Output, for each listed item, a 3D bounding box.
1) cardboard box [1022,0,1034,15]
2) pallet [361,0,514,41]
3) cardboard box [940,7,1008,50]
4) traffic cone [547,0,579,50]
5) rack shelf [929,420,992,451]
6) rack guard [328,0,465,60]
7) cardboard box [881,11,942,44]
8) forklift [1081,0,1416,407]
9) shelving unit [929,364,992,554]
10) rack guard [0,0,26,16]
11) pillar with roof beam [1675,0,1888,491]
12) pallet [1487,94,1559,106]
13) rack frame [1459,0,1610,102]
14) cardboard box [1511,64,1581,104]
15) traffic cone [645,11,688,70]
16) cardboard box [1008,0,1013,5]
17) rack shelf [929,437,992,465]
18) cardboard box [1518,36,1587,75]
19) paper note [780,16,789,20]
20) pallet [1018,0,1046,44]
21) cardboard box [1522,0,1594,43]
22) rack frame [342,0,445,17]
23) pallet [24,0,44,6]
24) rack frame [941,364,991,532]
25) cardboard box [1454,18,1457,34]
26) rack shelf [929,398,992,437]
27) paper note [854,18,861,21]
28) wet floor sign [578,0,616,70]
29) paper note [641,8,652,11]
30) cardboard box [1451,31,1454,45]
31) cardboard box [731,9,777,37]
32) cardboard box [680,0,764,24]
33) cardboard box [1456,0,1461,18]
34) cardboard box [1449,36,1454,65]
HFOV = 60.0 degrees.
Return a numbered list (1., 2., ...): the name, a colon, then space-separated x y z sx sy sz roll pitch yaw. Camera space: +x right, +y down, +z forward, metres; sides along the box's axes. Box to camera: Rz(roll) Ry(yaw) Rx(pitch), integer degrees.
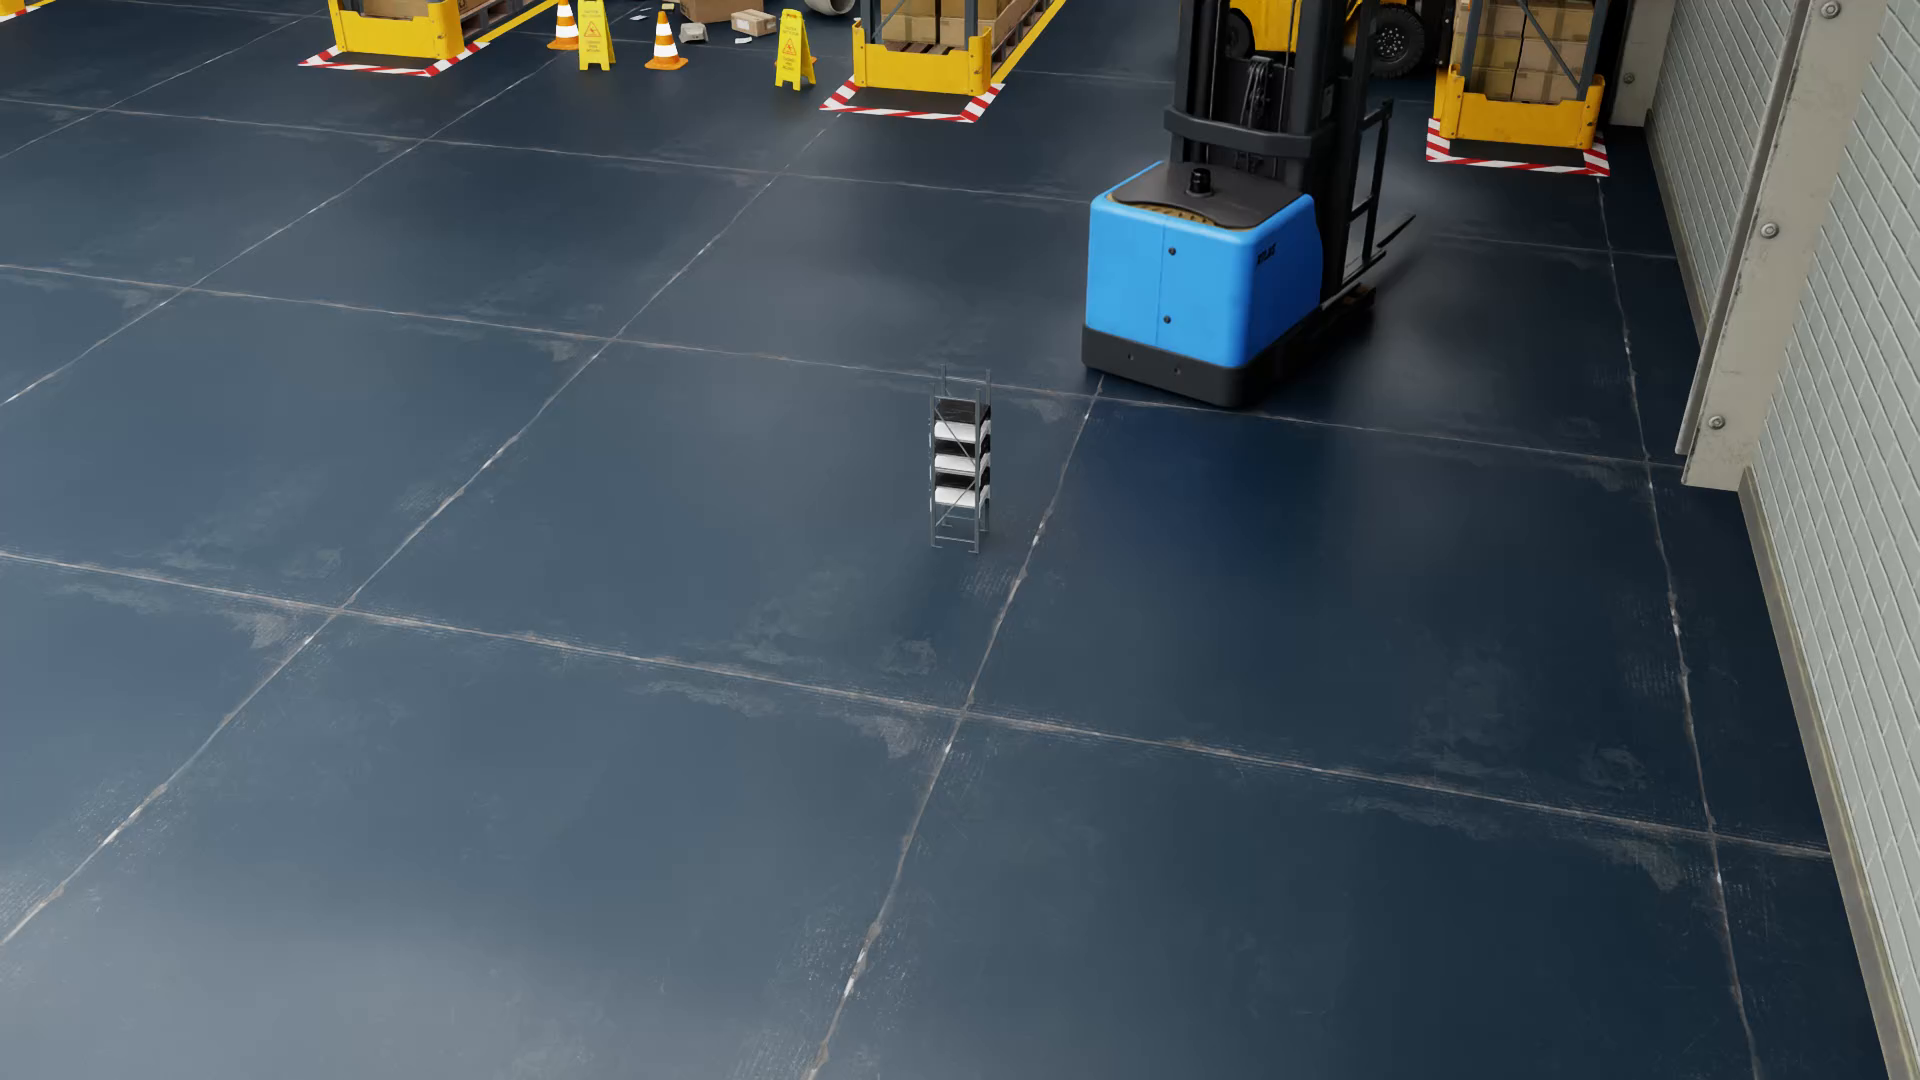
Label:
1. cardboard box: 0.389 -5.133 15.701 0.500 0.250 0.500 10 34 16
2. pallet: -5.033 -5.057 16.008 1.003 0.211 1.213 8 33 12
3. cardboard box: 0.126 -4.585 14.837 0.500 0.250 0.500 8 33 12
4. traffic cone: -3.652 -4.820 15.401 0.336 0.463 0.334 8 33 12
5. rack shelf: 0.002 -0.508 7.937 0.258 0.077 0.200 8 33 12
6. rack guard: -5.166 -4.741 15.242 1.175 0.500 0.348 8 33 12
7. cardboard box: -0.396 -4.672 14.975 0.500 0.250 0.500 8 33 12
8. forklift: 1.969 -2.722 9.800 1.130 2.935 3.031 21 38 29
9. shelving unit: 0.002 -0.384 8.015 0.258 0.900 0.210 8 33 12
10. rack guard: -9.913 -5.521 16.468 1.175 0.500 0.348 8 33 12
11. pillar with roof beam: -0.183 -4.756 7.343 9.100 9.000 0.400 8 33 12
12. pallet: 4.609 -3.739 13.934 1.003 0.211 1.213 8 33 12
13. rack frame: 4.456 -4.513 12.553 1.000 3.000 0.127 8 33 12
14. cardboard box: 4.769 -3.758 13.537 0.500 0.250 0.500 8 33 13
15. traffic cone: -2.645 -4.490 14.881 0.336 0.463 0.334 8 33 12
16. cardboard box: 0.260 -5.186 15.083 0.500 0.500 0.500 7 33 11
17. rack shelf: 0.002 -0.432 7.985 0.258 0.077 0.200 8 33 12
18. cardboard box: 4.776 -3.957 13.383 0.500 0.250 0.500 9 33 13
19. paper note: -1.671 -5.111 16.272 0.148 0.019 0.142 20 38 29
20. pallet: 0.225 -5.097 16.072 1.003 0.211 1.213 8 33 12
21. cardboard box: 4.761 -4.176 13.262 0.500 0.250 0.500 8 33 12
22. rack frame: -5.160 -5.808 14.591 1.000 3.000 0.127 8 33 12
23. pallet: -9.673 -5.816 17.201 1.003 0.211 1.213 8 33 12
24. rack frame: 0.028 -0.437 8.098 0.240 0.900 0.006 8 33 12
25. cardboard box: 4.414 -4.295 13.915 0.500 0.250 0.500 8 33 12
26. rack shelf: 0.002 -0.584 7.888 0.258 0.077 0.200 8 33 12
27. paper note: -0.959 -5.080 16.212 0.142 0.019 0.148 -3 33 -4
28. wet floor sign: -3.252 -4.530 14.775 0.267 0.644 0.232 3 33 4
29. paper note: -3.126 -5.282 16.549 0.032 0.001 0.123 28 42 36
30. cardboard box: 4.650 -4.605 14.869 0.500 0.250 0.500 9 34 14
31. cardboard box: -1.968 -4.939 15.880 0.380 0.149 0.250 28 42 36
32. cardboard box: -2.350 -5.390 16.259 0.797 0.503 0.637 -14 35 -21
33. cardboard box: 4.395 -4.499 13.771 0.500 0.250 0.500 9 33 13
34. cardboard box: 4.405 -4.074 14.033 0.500 0.250 0.500 8 33 12
